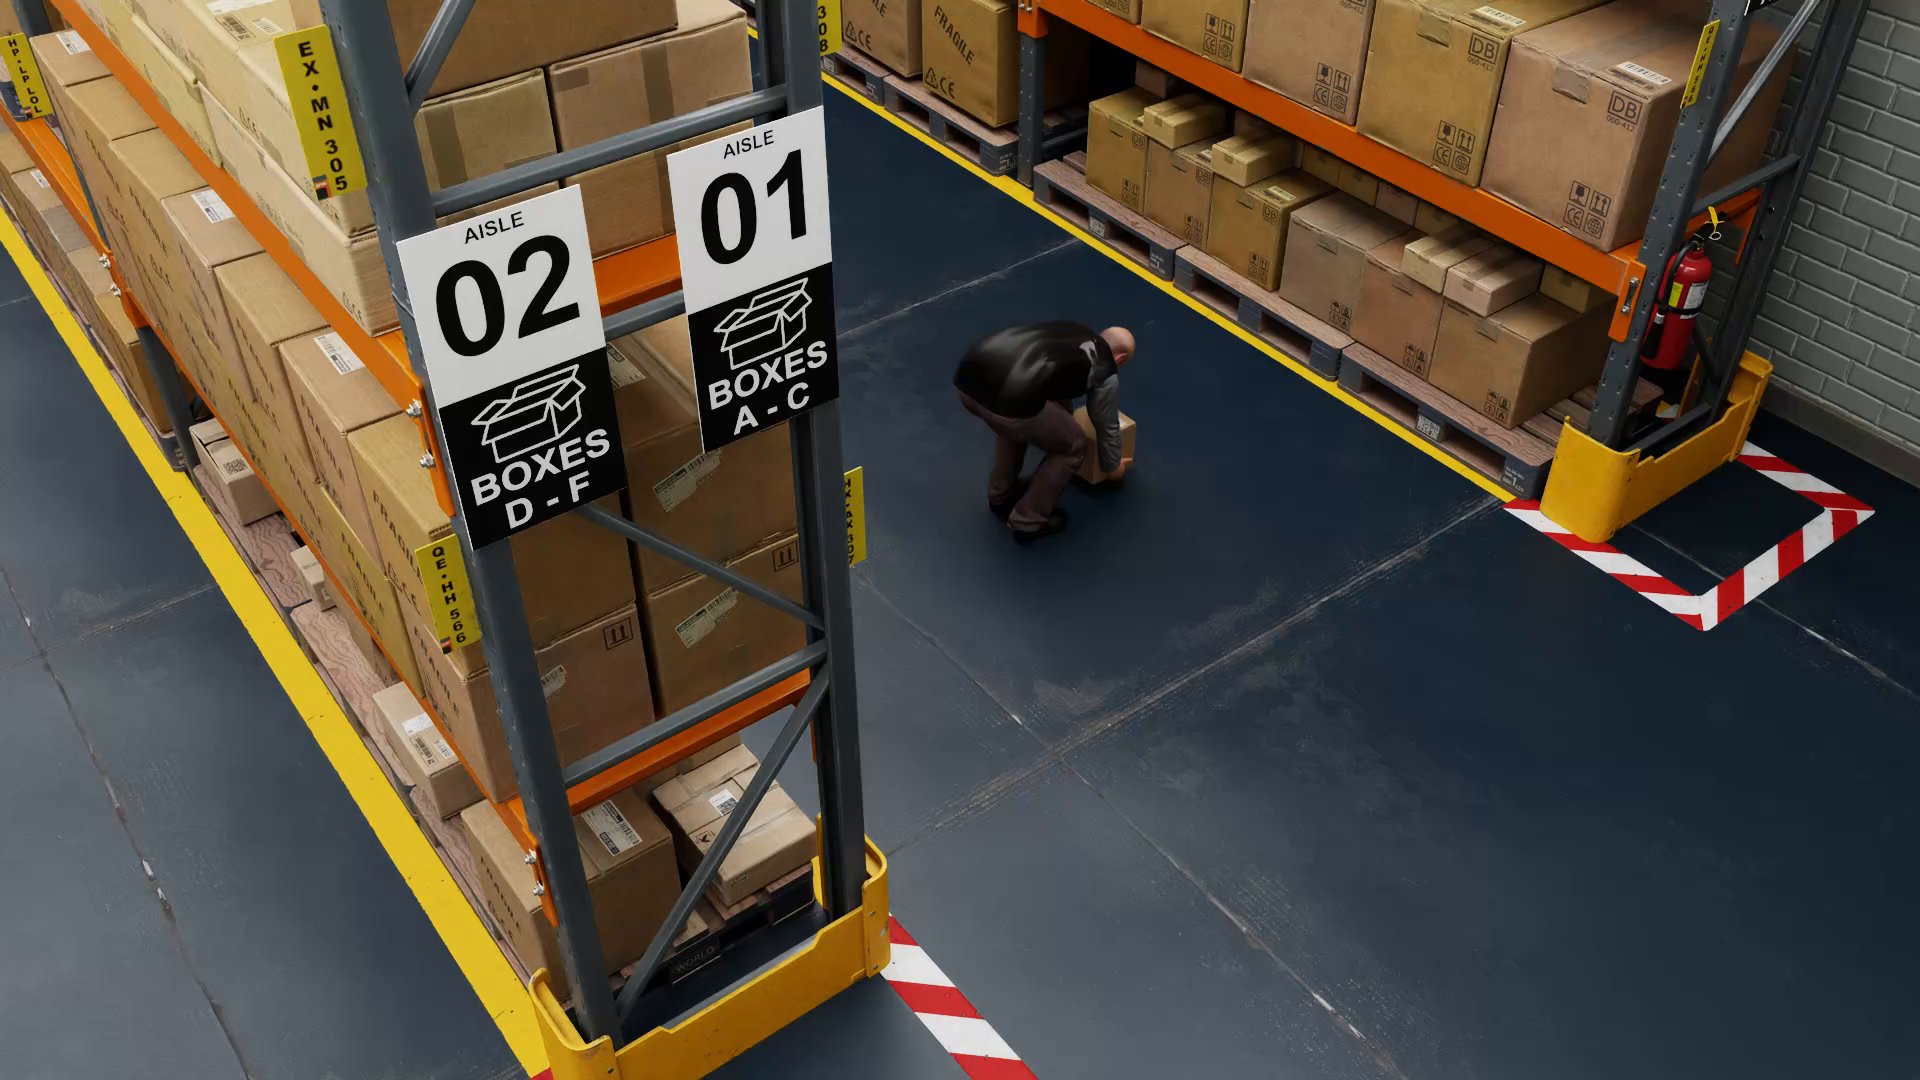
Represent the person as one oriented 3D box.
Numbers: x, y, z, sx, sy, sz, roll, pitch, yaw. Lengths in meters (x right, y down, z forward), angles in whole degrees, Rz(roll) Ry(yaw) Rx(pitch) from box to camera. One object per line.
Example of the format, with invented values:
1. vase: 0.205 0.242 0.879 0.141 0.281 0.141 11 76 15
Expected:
1. person: 0.412 -0.565 7.407 0.946 1.001 0.492 -29 48 -30
